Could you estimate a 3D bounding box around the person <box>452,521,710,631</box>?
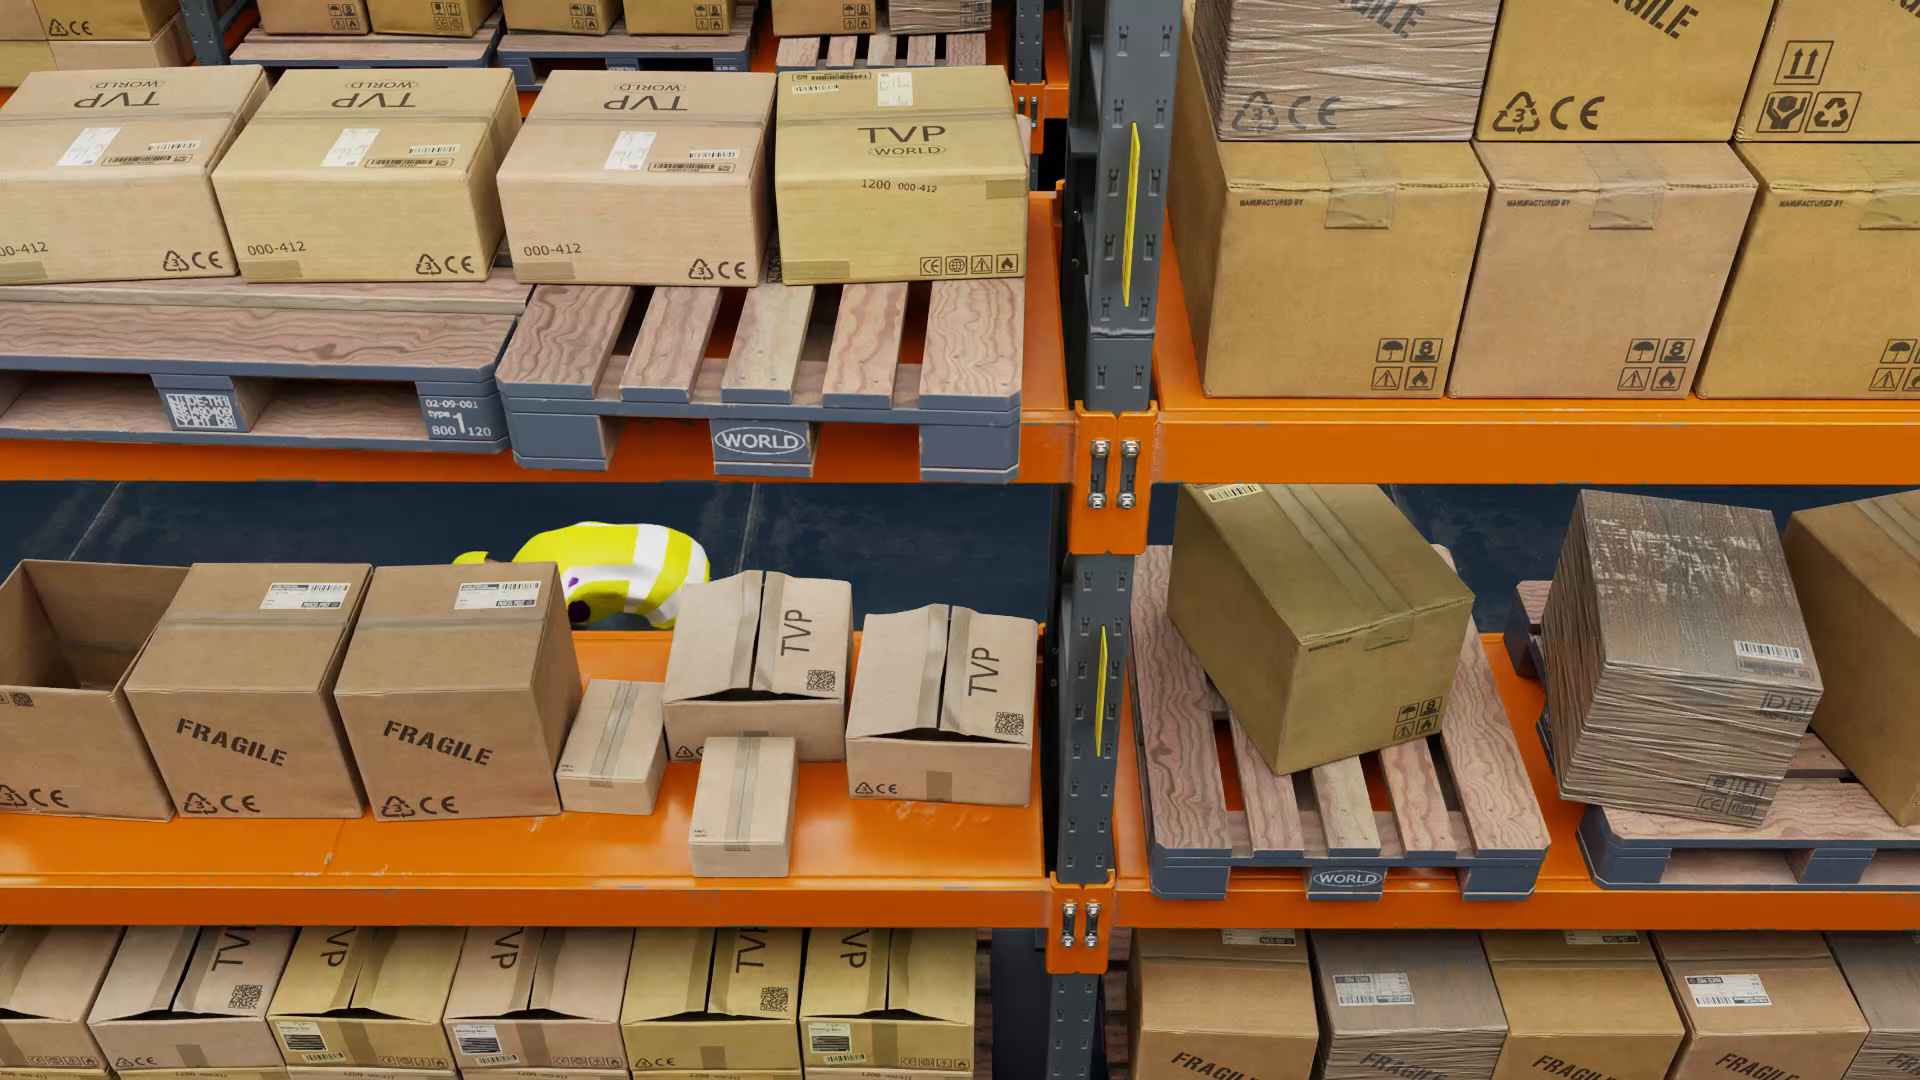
[{"bbox_3d":[-1.453,0.336,6.483,0.980,0.845,0.515,-1,39,-1],"label":"person"}]
